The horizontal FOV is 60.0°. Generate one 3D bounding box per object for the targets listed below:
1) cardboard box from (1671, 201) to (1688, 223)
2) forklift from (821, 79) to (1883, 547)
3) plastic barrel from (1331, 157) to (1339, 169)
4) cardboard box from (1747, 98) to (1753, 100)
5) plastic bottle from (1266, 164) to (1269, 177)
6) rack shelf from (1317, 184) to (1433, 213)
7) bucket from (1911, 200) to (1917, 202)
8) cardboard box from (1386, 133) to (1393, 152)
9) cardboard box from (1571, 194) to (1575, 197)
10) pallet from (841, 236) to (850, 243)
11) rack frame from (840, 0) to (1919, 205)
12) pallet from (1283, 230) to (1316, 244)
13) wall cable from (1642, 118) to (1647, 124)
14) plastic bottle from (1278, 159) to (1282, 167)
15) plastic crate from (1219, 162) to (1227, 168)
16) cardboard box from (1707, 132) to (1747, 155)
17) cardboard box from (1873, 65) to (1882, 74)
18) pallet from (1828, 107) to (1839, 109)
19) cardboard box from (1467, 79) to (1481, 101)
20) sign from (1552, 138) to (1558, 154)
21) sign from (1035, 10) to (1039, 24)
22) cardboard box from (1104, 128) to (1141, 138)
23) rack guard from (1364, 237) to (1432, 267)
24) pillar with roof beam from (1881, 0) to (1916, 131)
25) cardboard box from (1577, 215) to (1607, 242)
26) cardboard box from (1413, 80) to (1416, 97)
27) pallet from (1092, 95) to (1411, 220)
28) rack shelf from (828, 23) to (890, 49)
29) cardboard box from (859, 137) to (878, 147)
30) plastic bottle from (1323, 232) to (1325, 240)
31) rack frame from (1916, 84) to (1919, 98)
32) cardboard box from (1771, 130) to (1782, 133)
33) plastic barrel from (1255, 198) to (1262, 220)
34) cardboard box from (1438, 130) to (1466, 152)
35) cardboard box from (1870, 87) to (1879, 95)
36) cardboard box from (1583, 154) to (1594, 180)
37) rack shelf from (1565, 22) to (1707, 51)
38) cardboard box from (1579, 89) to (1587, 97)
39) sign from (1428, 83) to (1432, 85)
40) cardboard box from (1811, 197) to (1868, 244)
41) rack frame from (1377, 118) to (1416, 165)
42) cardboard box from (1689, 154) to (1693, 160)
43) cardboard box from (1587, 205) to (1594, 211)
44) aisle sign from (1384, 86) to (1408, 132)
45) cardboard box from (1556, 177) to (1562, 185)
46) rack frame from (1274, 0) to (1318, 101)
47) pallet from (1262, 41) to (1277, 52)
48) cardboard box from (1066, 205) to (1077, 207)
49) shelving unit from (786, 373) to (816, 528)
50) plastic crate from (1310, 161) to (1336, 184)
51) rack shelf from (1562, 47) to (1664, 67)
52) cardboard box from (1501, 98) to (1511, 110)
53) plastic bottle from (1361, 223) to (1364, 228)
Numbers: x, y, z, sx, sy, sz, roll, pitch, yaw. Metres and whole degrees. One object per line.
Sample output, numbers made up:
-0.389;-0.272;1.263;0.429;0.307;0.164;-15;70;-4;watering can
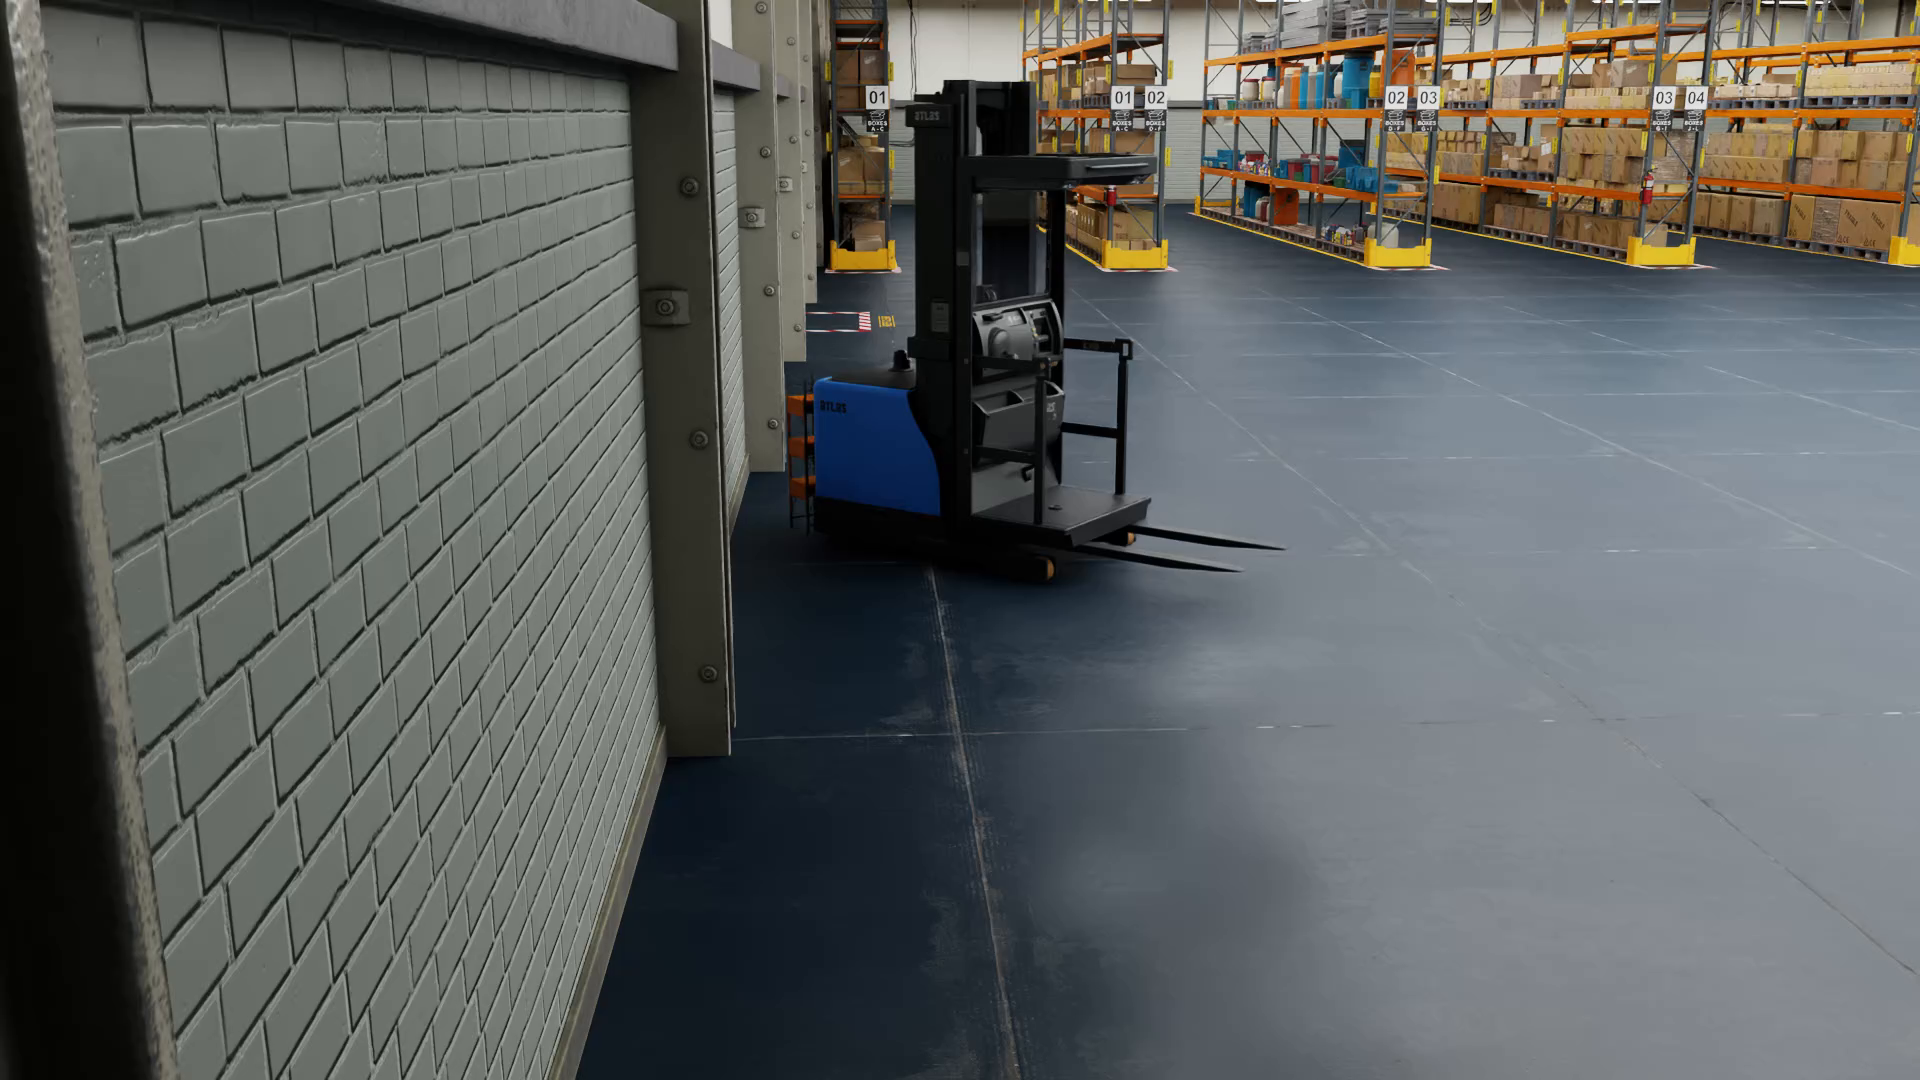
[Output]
17.229;-7.780;39.419;0.500;0.500;0.500;-1;14;-4;cardboard box
14.604;-6.683;30.671;8.923;3.159;51.914;10;17;33;forklift
8.038;-7.812;35.097;0.433;0.535;0.433;0;14;0;plastic barrel
22.087;-12.240;45.818;0.500;0.250;0.500;-2;15;-9;cardboard box
7.165;-8.595;38.645;0.061;0.283;0.133;-1;14;-3;plastic bottle
8.002;-6.659;32.332;1.077;0.370;4.000;-1;14;-3;rack shelf
20.088;-6.786;34.898;0.726;0.611;0.620;4;5;16;bucket
11.869;-10.753;44.997;0.500;0.500;0.500;-1;14;-5;cardboard box
16.851;-9.401;45.229;0.380;0.149;0.250;-2;15;-6;cardboard box
-2.060;-6.195;34.682;1.003;0.211;1.213;-1;14;-3;pallet
7.621;-10.038;37.613;20.791;5.808;16.191;-1;14;-3;rack frame
7.712;-6.654;36.462;1.003;0.211;1.213;-1;14;-3;pallet
21.596;-12.628;51.985;0.585;1.953;0.123;-1;14;-3;wall cable
7.691;-8.938;39.842;0.144;0.351;0.185;-1;14;-3;plastic bottle
6.975;-9.825;43.599;0.293;0.136;0.466;-1;14;-3;plastic crate
17.548;-9.049;37.968;0.700;0.500;0.500;-1;14;-4;cardboard box
17.605;-8.938;31.586;0.380;0.149;0.250;-1;14;-3;cardboard box
22.323;-10.857;41.567;0.805;0.209;1.217;-1;15;-6;pallet
12.323;-10.645;39.315;0.500;0.500;0.500;0;14;0;cardboard box
12.268;-8.133;34.292;0.100;0.325;0.005;-1;14;-3;sign
1.896;-12.811;40.727;0.100;0.325;0.005;-1;14;-3;sign
3.092;-7.497;31.340;0.700;0.500;0.500;-1;14;-3;cardboard box
8.074;-5.318;30.692;1.175;0.500;0.348;-1;14;-3;rack guard
23.359;-14.320;48.623;9.100;9.000;0.400;-1;14;-3;pillar with roof beam
12.850;-6.332;33.790;0.500;0.500;0.500;4;15;14;cardboard box
12.298;-11.784;43.542;0.700;0.500;0.500;0;14;-1;cardboard box
7.682;-8.520;37.998;10.962;3.061;13.263;-1;14;-3;pallet
-1.886;-9.410;30.991;1.077;0.370;4.000;-1;14;-3;rack shelf
-2.030;-9.036;37.785;0.500;0.250;0.500;-1;14;-2;cardboard box
7.473;-6.226;33.939;0.097;0.201;0.097;0;14;0;plastic bottle
18.026;-9.544;30.059;1.000;3.000;0.127;-1;14;-3;rack frame
21.848;-10.623;44.085;0.500;0.500;0.500;-1;14;-3;cardboard box
7.389;-8.040;40.404;0.421;0.512;0.421;0;14;0;plastic barrel
12.374;-9.947;41.452;0.797;0.503;0.637;-1;14;-5;cardboard box
17.604;-8.552;31.685;0.380;0.149;0.250;-1;14;-4;cardboard box
12.915;-7.414;33.022;0.875;0.500;0.500;-1;14;-3;cardboard box
12.946;-9.640;31.883;1.077;0.370;4.000;-1;14;-3;rack shelf
12.614;-8.936;33.218;0.380;0.149;0.250;-1;14;-3;cardboard box
11.772;-11.304;41.723;0.100;0.325;0.005;-1;14;-3;sign
17.807;-6.426;33.402;0.875;0.875;0.875;-1;14;-3;cardboard box
12.078;-10.566;46.072;1.000;3.000;0.127;-1;14;-3;rack frame
17.045;-8.969;38.932;0.380;0.149;0.250;-1;14;-2;cardboard box
16.854;-8.795;44.068;0.380;0.149;0.250;-1;14;-4;cardboard box
7.834;-7.747;29.898;0.394;0.787;0.004;-1;14;-3;aisle sign
12.535;-7.402;34.279;0.380;0.149;0.250;-1;14;-3;cardboard box
7.630;-11.405;37.295;1.000;3.000;0.127;-1;14;-3;rack frame
7.616;-11.300;38.067;1.213;0.211;1.003;-1;14;-3;pallet
2.496;-7.176;36.445;0.500;0.311;0.500;-1;14;-5;cardboard box
-1.005;-0.576;11.155;0.215;1.050;0.249;-9;17;-31;shelving unit
7.543;-7.652;34.618;0.402;0.464;0.583;-1;14;-3;plastic crate
17.159;-12.675;43.682;1.077;0.370;4.000;-1;14;-3;rack shelf
12.380;-9.708;37.019;0.500;0.250;0.500;-1;14;-2;cardboard box
8.206;-6.280;33.846;0.144;0.351;0.185;-1;14;-5;plastic bottle
